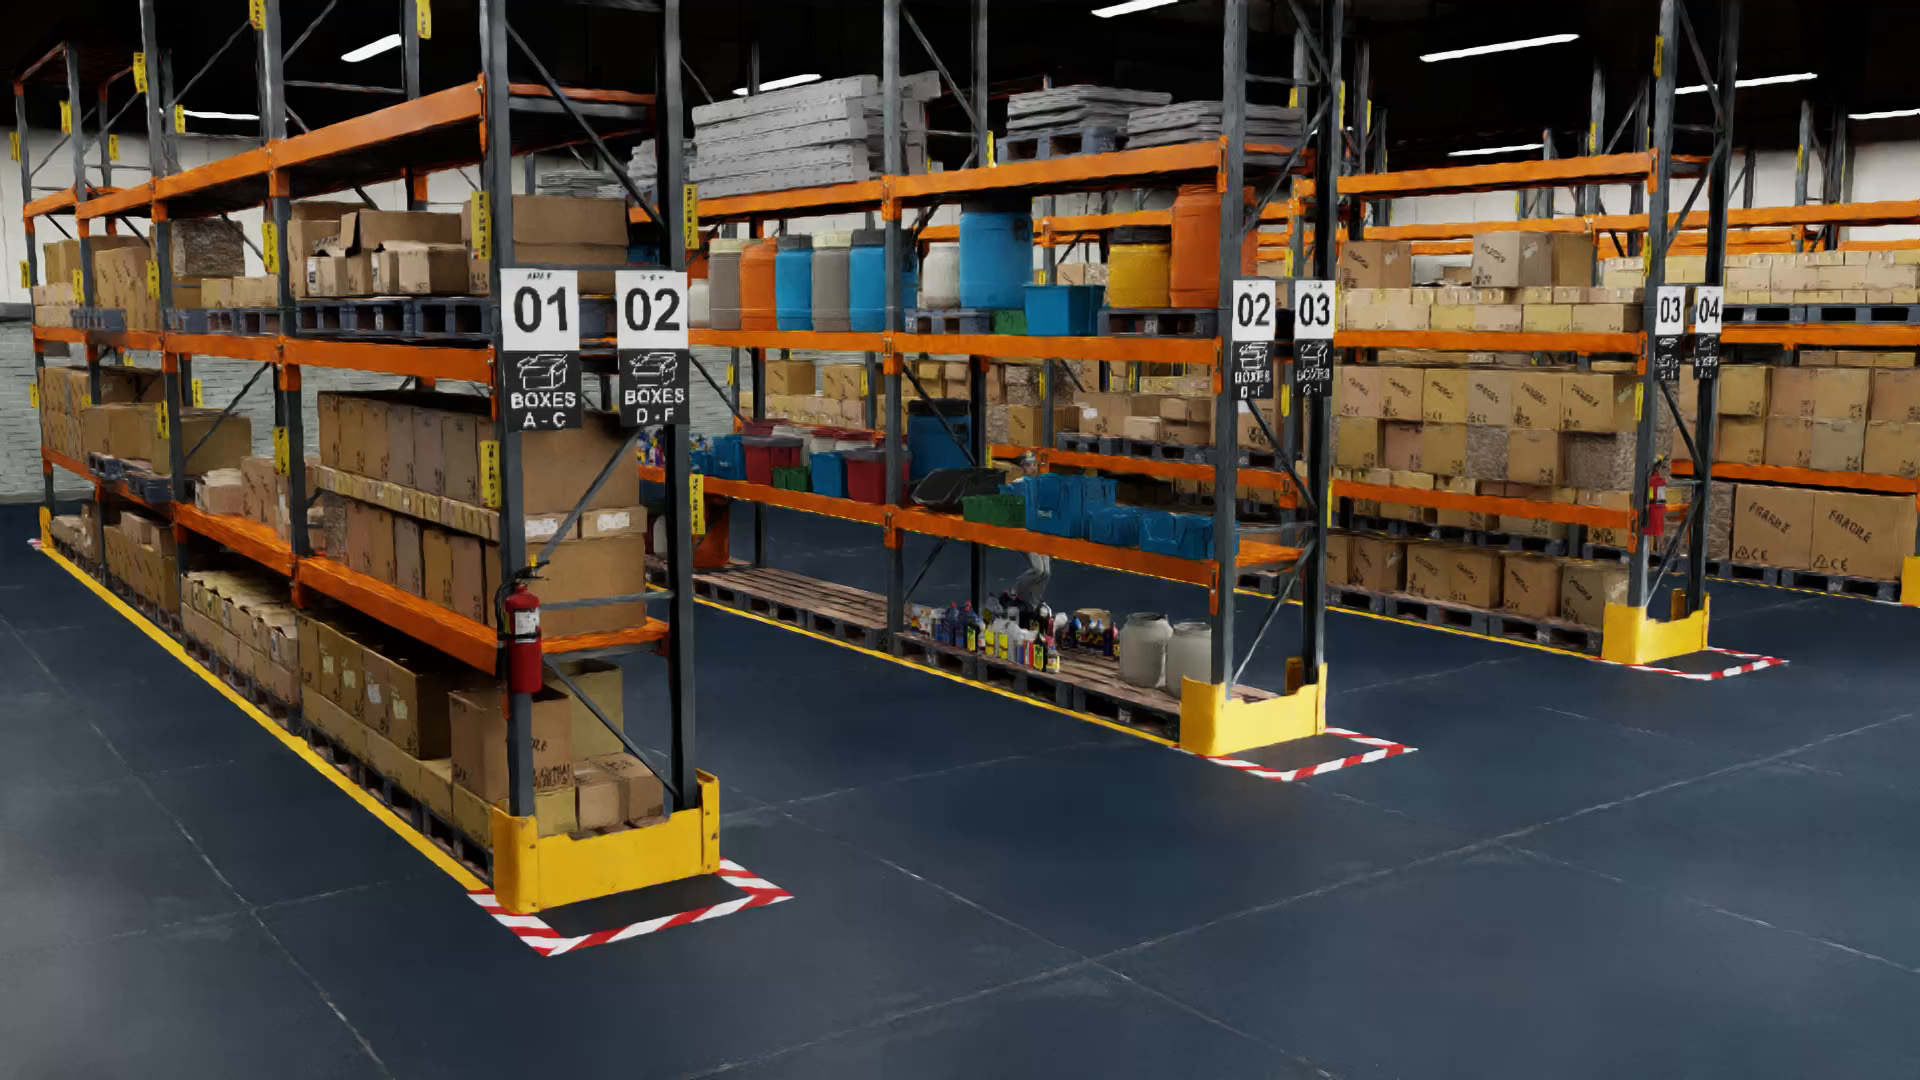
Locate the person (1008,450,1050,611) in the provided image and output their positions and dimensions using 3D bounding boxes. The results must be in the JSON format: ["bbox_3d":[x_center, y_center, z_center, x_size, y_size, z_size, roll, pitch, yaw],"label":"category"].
[{"bbox_3d":[0.732,-0.049,16.189,0.471,1.666,0.657,8,11,44],"label":"person"}]
